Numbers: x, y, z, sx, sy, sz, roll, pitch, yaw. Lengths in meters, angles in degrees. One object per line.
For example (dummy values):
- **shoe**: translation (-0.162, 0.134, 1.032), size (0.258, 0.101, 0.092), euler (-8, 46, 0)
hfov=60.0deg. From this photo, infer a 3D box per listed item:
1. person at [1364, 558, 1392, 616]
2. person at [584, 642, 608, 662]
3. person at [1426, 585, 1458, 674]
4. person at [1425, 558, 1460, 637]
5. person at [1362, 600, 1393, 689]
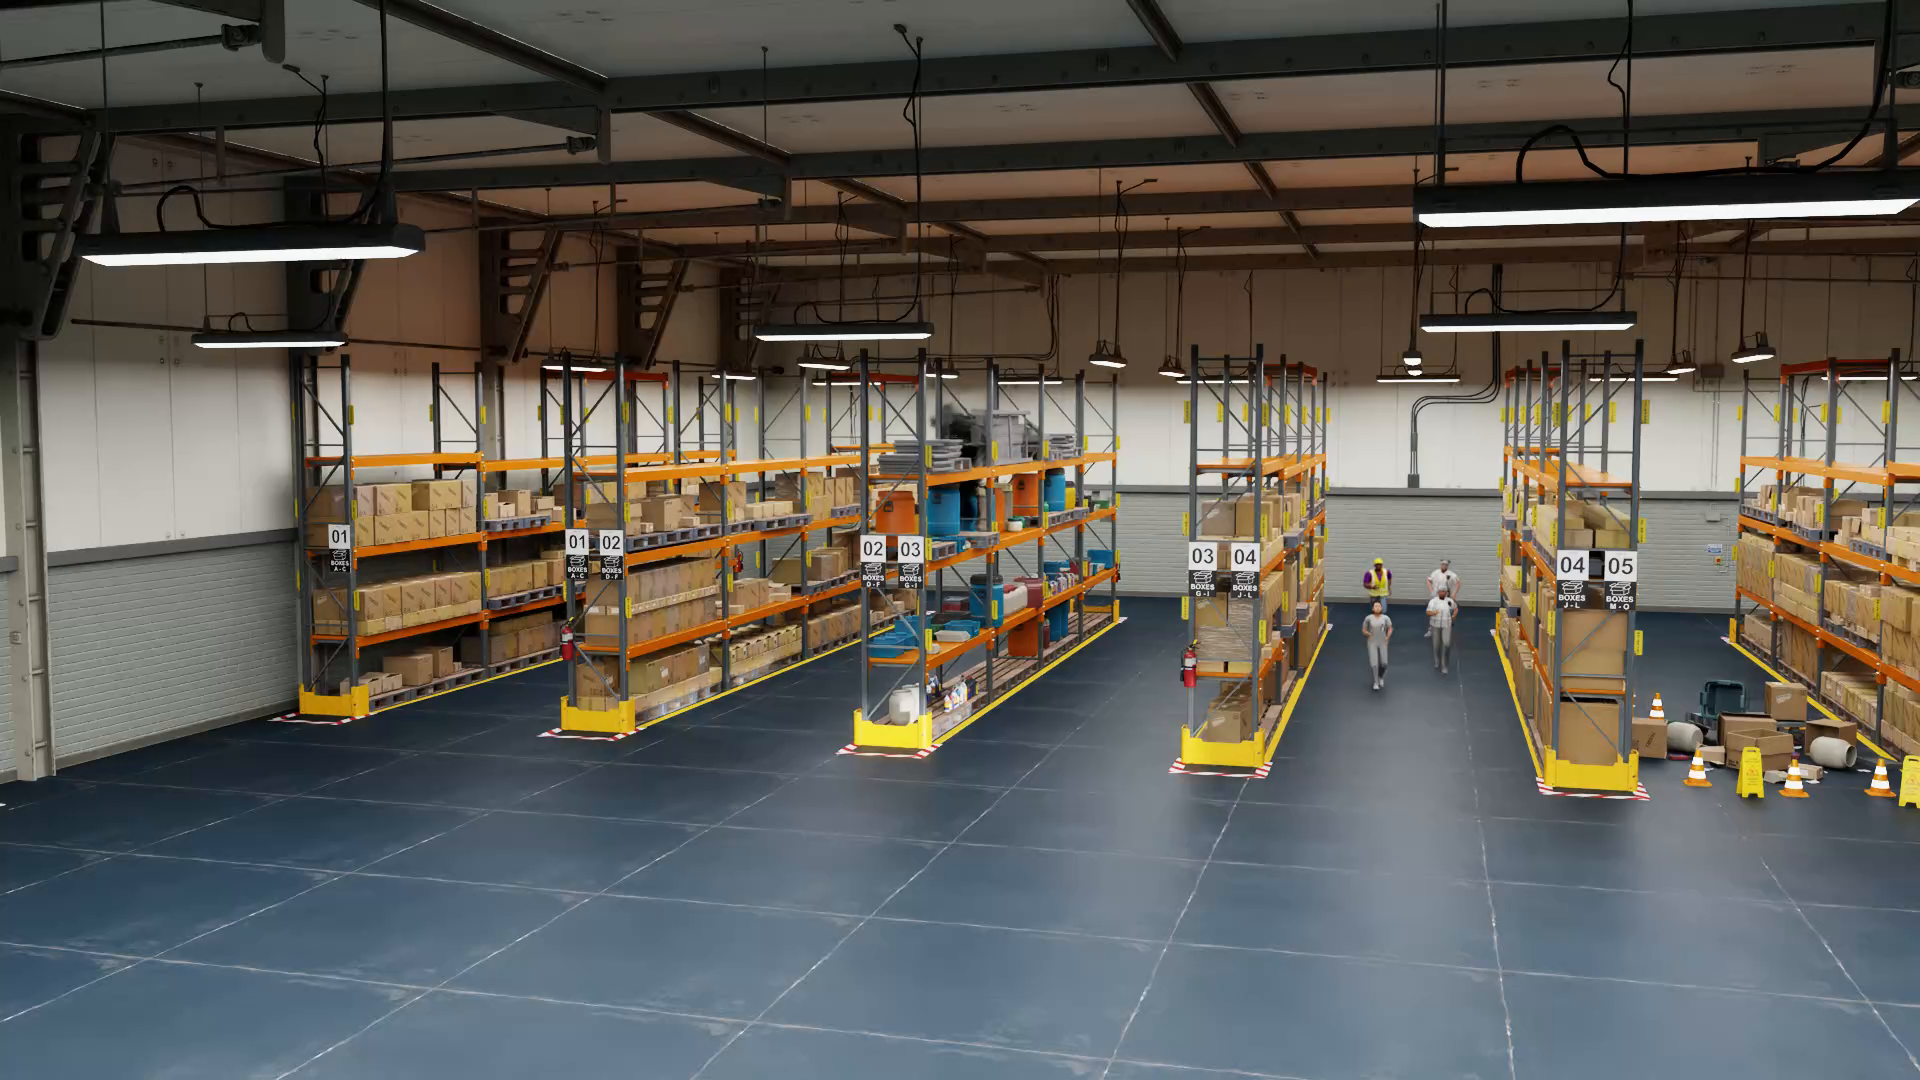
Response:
- **person**: translation (9.500, 1.302, 37.829), size (0.638, 1.812, 0.790), euler (1, 4, 9)
- **person**: translation (-6.486, 1.956, 29.730), size (0.543, 1.701, 0.725), euler (0, 4, 6)
- **person**: translation (9.403, 1.736, 32.473), size (0.590, 1.721, 0.726), euler (1, 5, 18)
- **person**: translation (10.898, 1.292, 37.738), size (0.745, 1.767, 0.960), euler (3, 5, 37)
- **person**: translation (7.598, 1.914, 30.255), size (0.557, 1.625, 0.564), euler (1, 4, 9)
